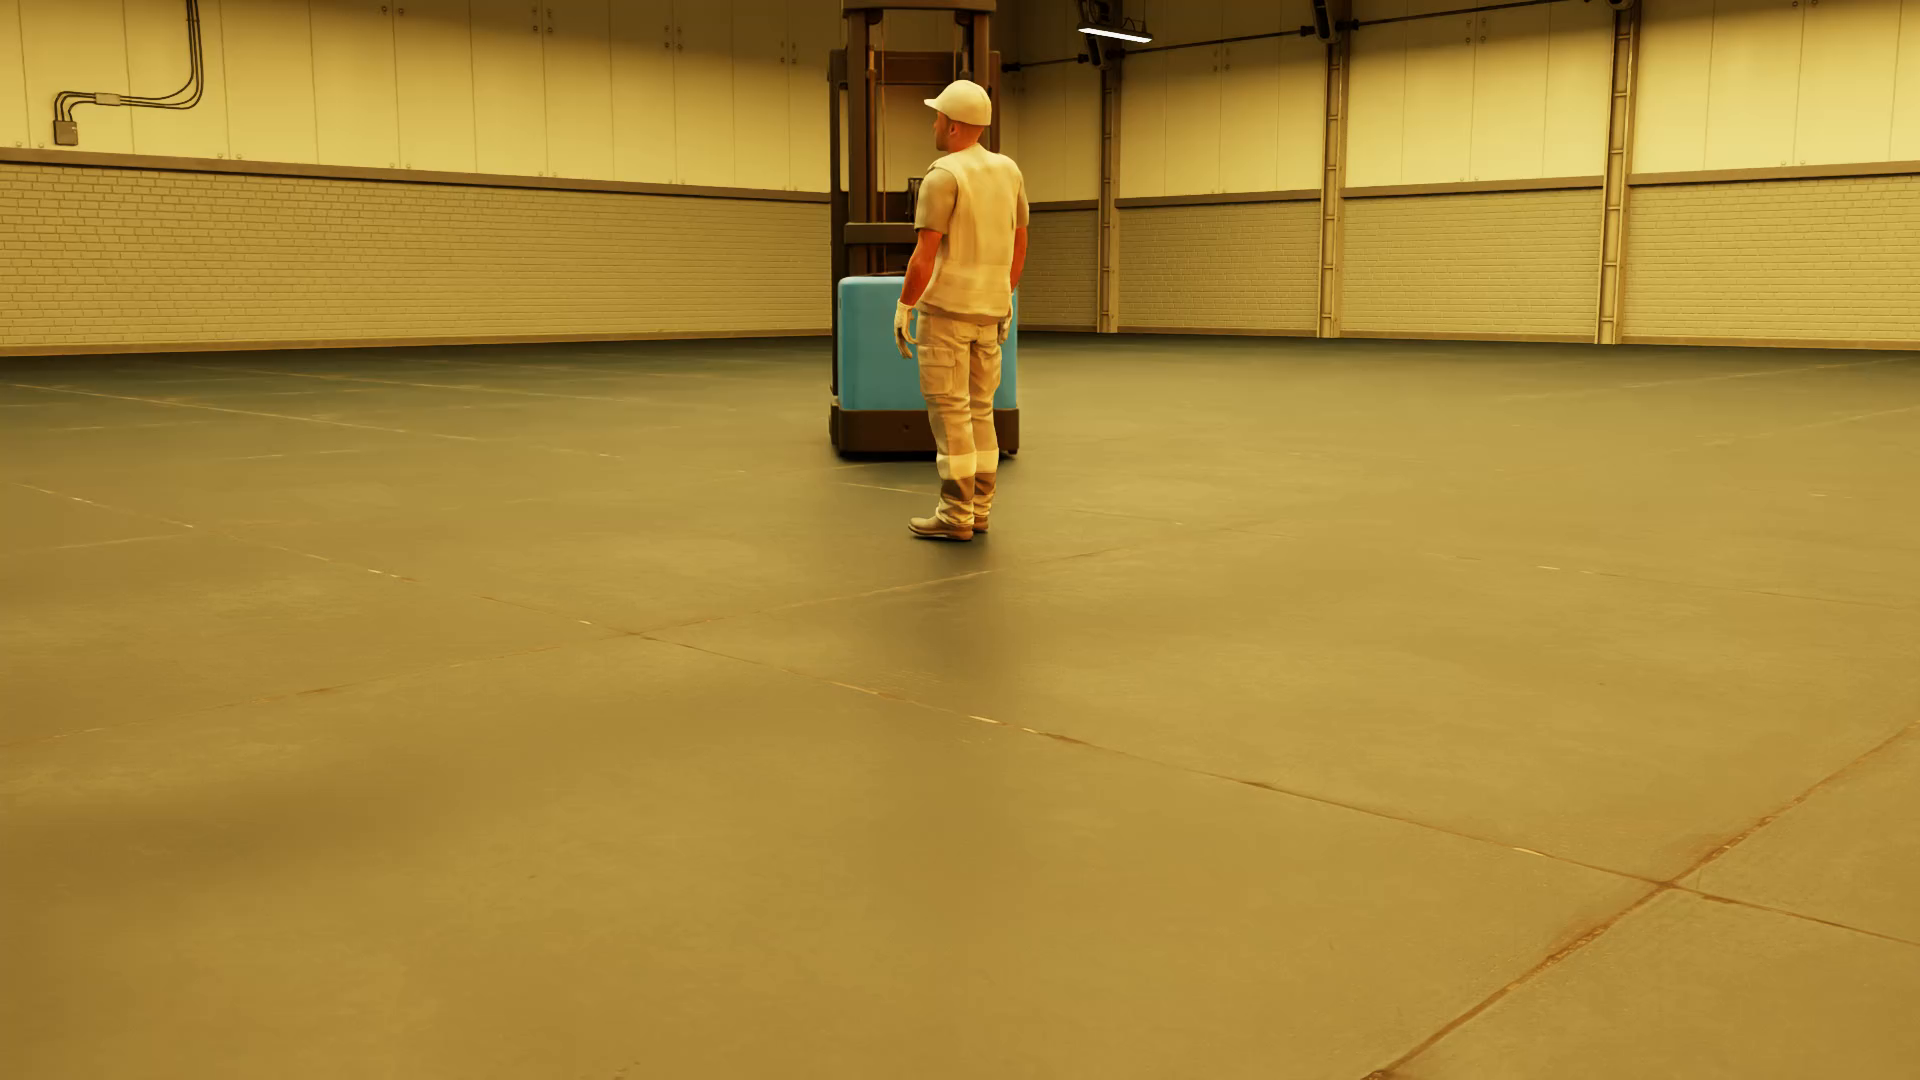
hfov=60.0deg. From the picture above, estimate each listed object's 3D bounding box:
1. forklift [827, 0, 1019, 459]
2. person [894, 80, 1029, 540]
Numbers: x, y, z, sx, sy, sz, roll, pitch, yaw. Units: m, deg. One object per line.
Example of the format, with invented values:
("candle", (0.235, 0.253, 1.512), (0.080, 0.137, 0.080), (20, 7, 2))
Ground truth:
("forklift", (-0.312, -2.118, 10.938), (1.130, 2.935, 3.031), (-1, 9, -5))
("person", (-0.050, -0.902, 6.647), (0.562, 1.790, 0.637), (8, 12, 43))
